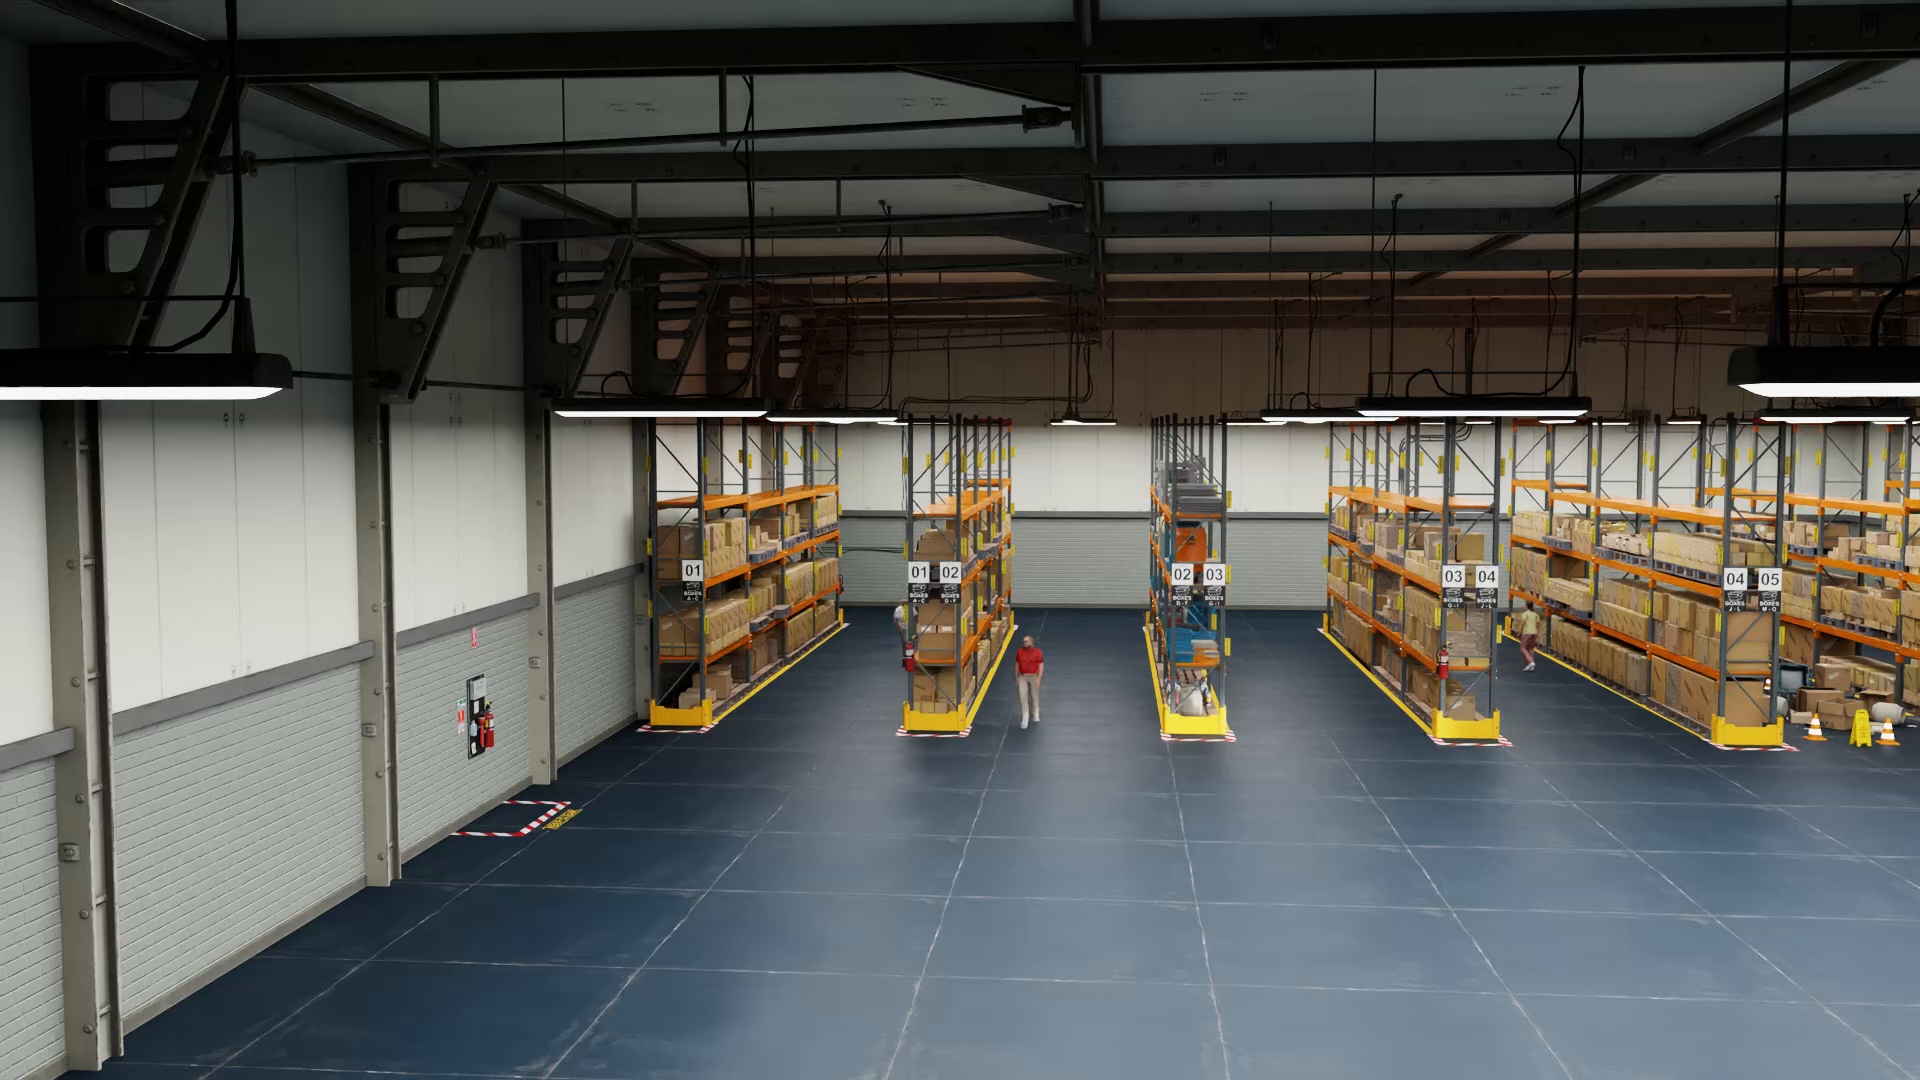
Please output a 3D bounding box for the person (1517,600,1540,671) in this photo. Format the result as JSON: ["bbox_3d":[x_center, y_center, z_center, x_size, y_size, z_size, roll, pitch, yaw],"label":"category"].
[{"bbox_3d":[13.507,2.263,39.314,0.518,1.646,0.578,-1,4,-18],"label":"person"}]

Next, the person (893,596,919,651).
[{"bbox_3d":[-1.325,2.165,40.960,0.577,1.613,0.745,1,4,15],"label":"person"}]

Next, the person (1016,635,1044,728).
[{"bbox_3d":[1.329,2.708,32.105,0.567,1.723,0.880,1,4,10],"label":"person"}]
